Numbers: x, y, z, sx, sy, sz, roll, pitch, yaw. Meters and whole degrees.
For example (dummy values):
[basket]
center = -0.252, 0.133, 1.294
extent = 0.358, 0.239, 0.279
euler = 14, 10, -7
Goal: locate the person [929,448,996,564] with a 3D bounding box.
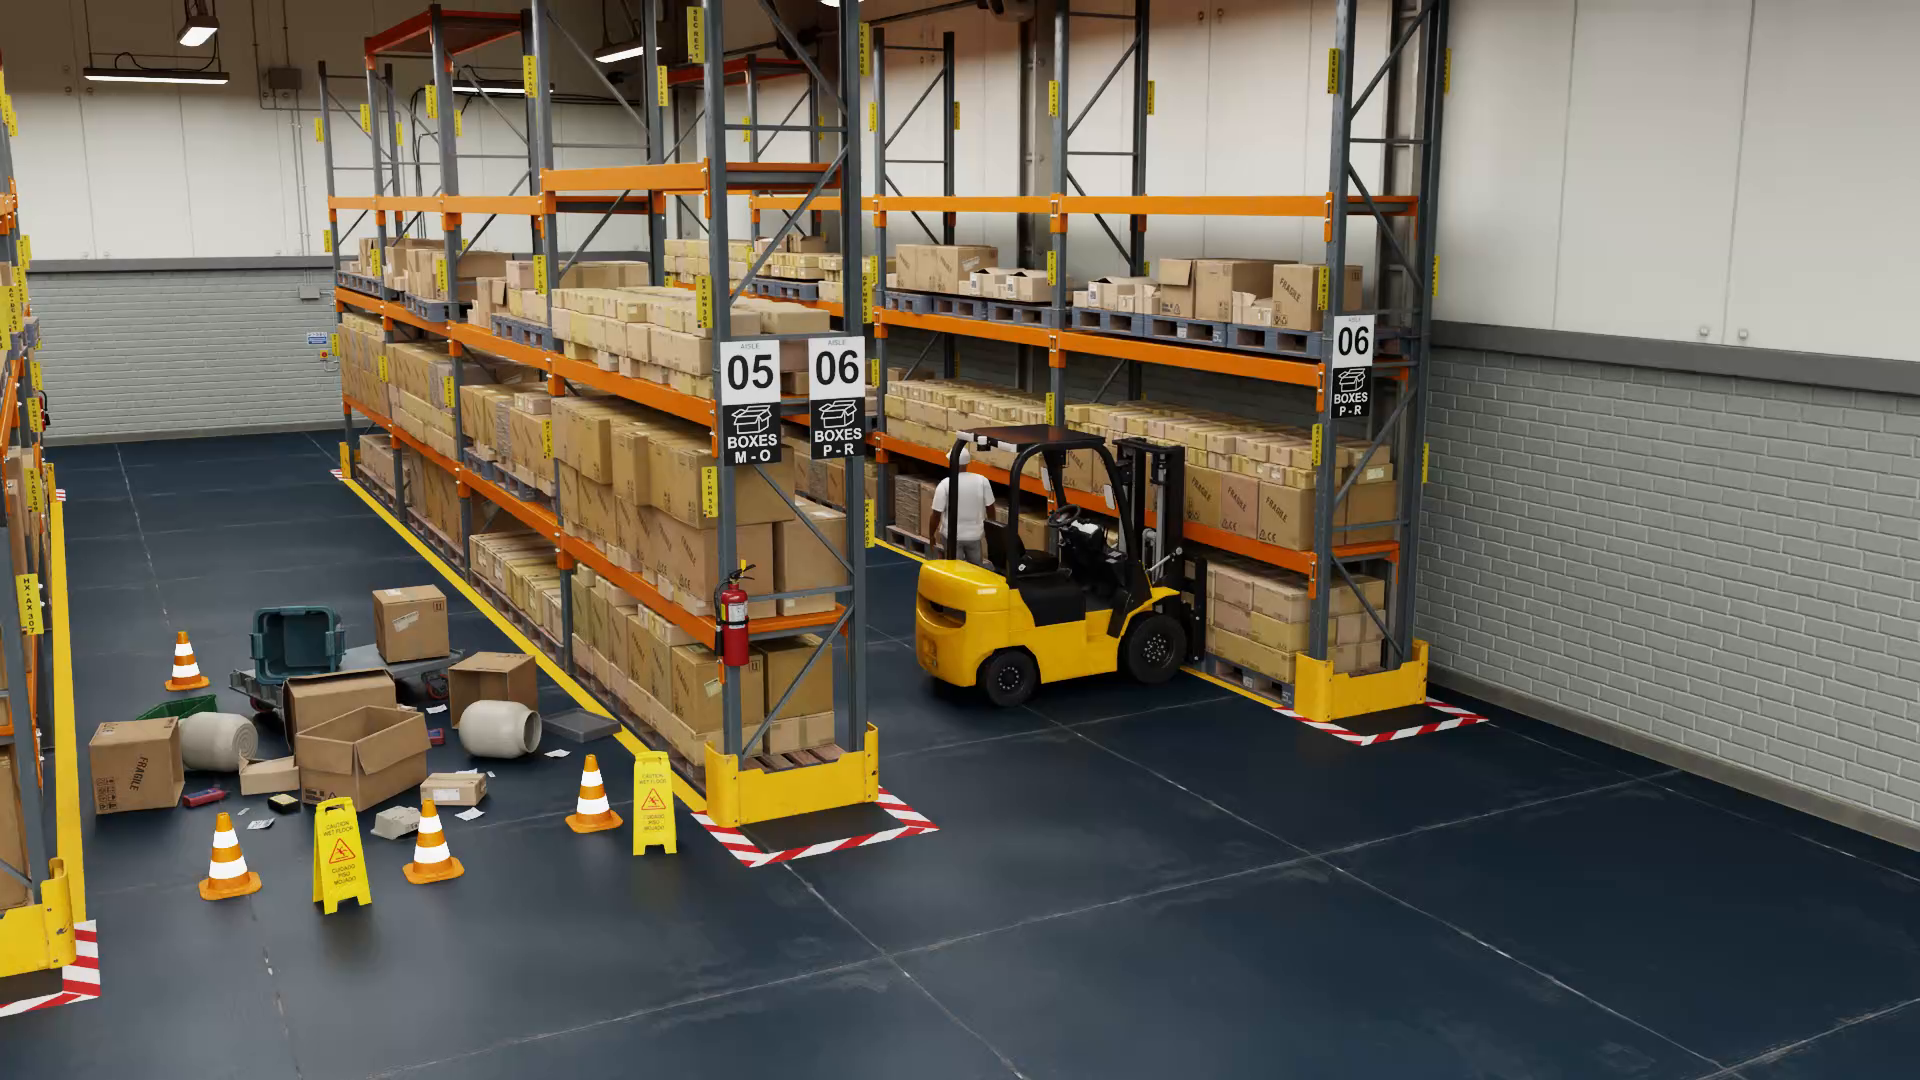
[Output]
[person]
center = 0.004, -0.062, 16.150
extent = 0.666, 1.766, 0.576
euler = -3, 12, -15
